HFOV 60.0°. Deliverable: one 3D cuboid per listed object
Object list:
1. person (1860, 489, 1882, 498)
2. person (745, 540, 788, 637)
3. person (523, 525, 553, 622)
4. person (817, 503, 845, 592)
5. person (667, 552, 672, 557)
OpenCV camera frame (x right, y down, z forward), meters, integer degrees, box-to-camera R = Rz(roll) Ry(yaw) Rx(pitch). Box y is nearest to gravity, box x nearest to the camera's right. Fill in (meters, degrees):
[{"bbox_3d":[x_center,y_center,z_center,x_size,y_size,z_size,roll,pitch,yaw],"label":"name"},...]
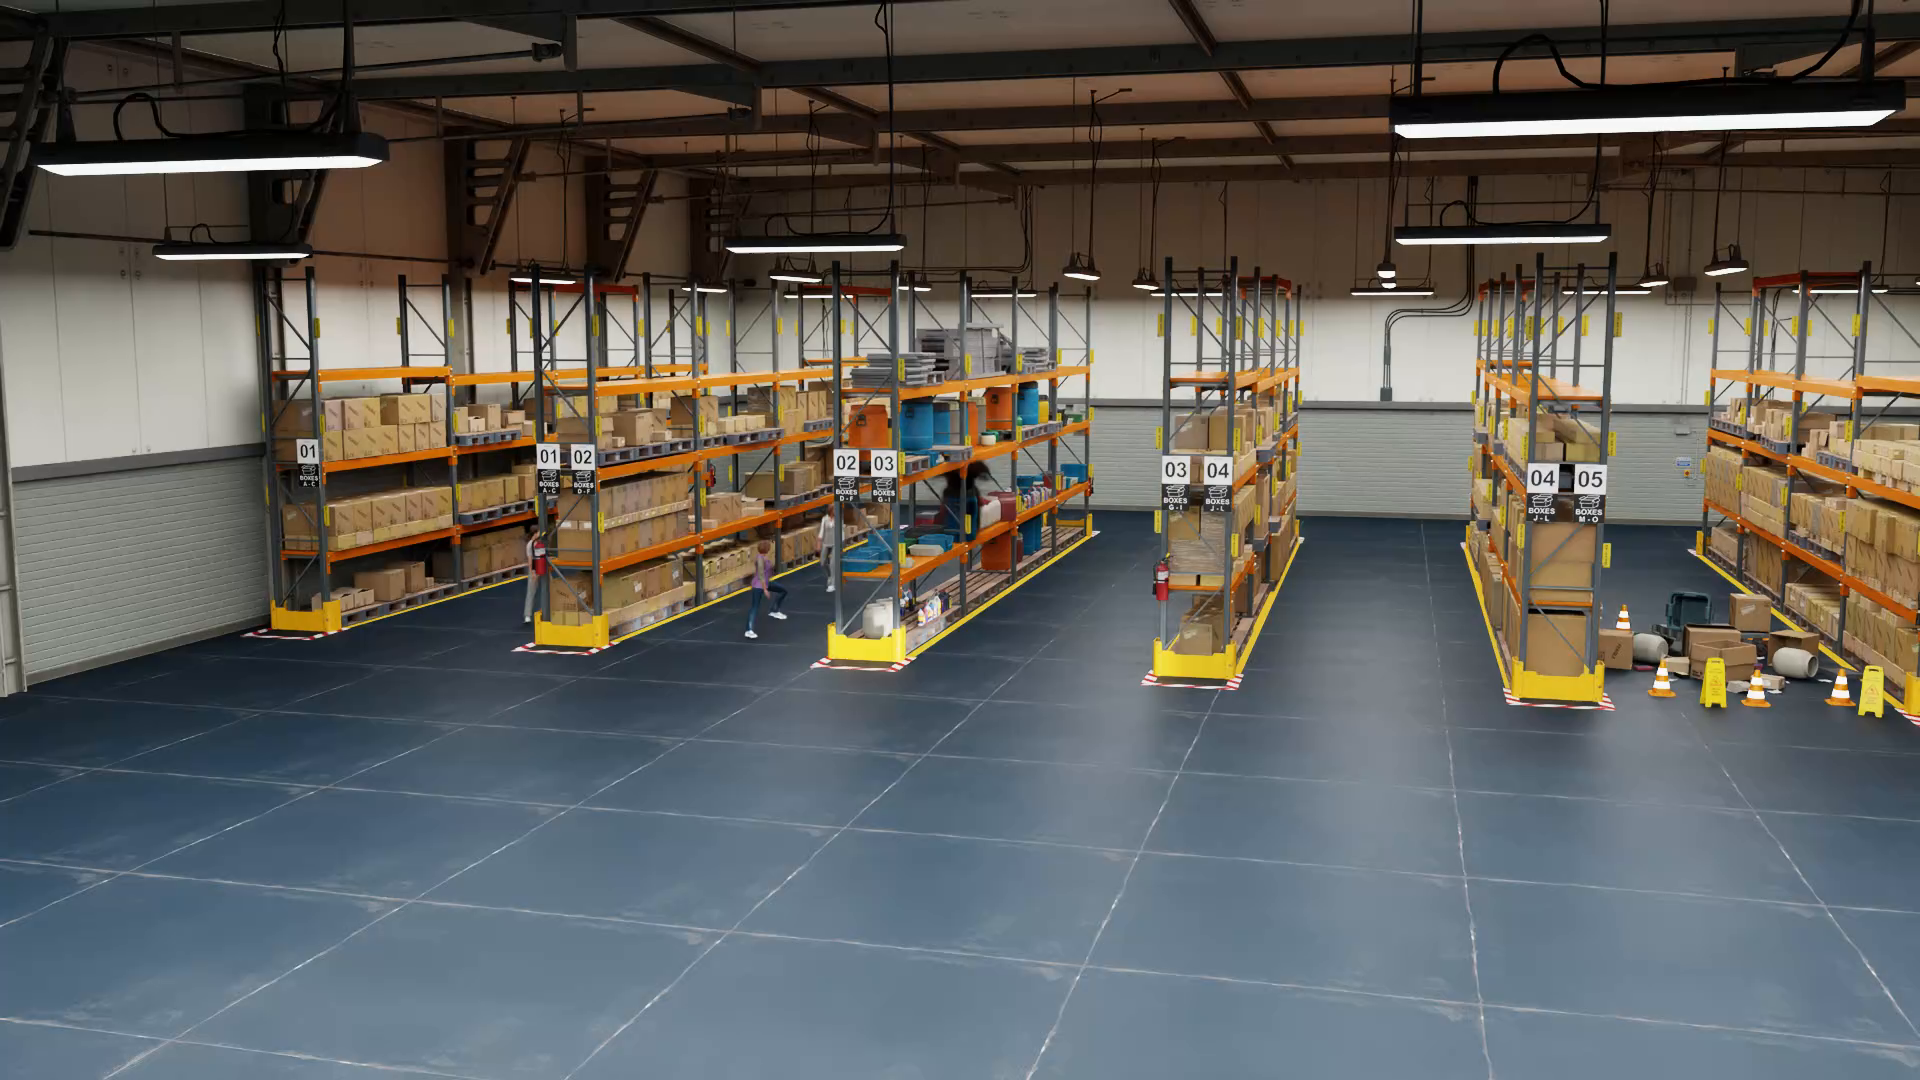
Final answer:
[{"bbox_3d":[21.369,-0.853,39.171,0.463,1.769,0.562,0,7,-1],"label":"person"},{"bbox_3d":[-3.174,0.783,27.096,0.628,1.567,0.575,2,7,13],"label":"person"},{"bbox_3d":[-7.221,0.576,28.493,0.436,1.709,0.599,5,9,36],"label":"person"},{"bbox_3d":[-2.332,0.118,30.054,0.500,1.586,0.584,2,8,16],"label":"person"},{"bbox_3d":[-5.913,-0.163,33.762,0.463,1.786,0.574,2,8,16],"label":"person"}]
